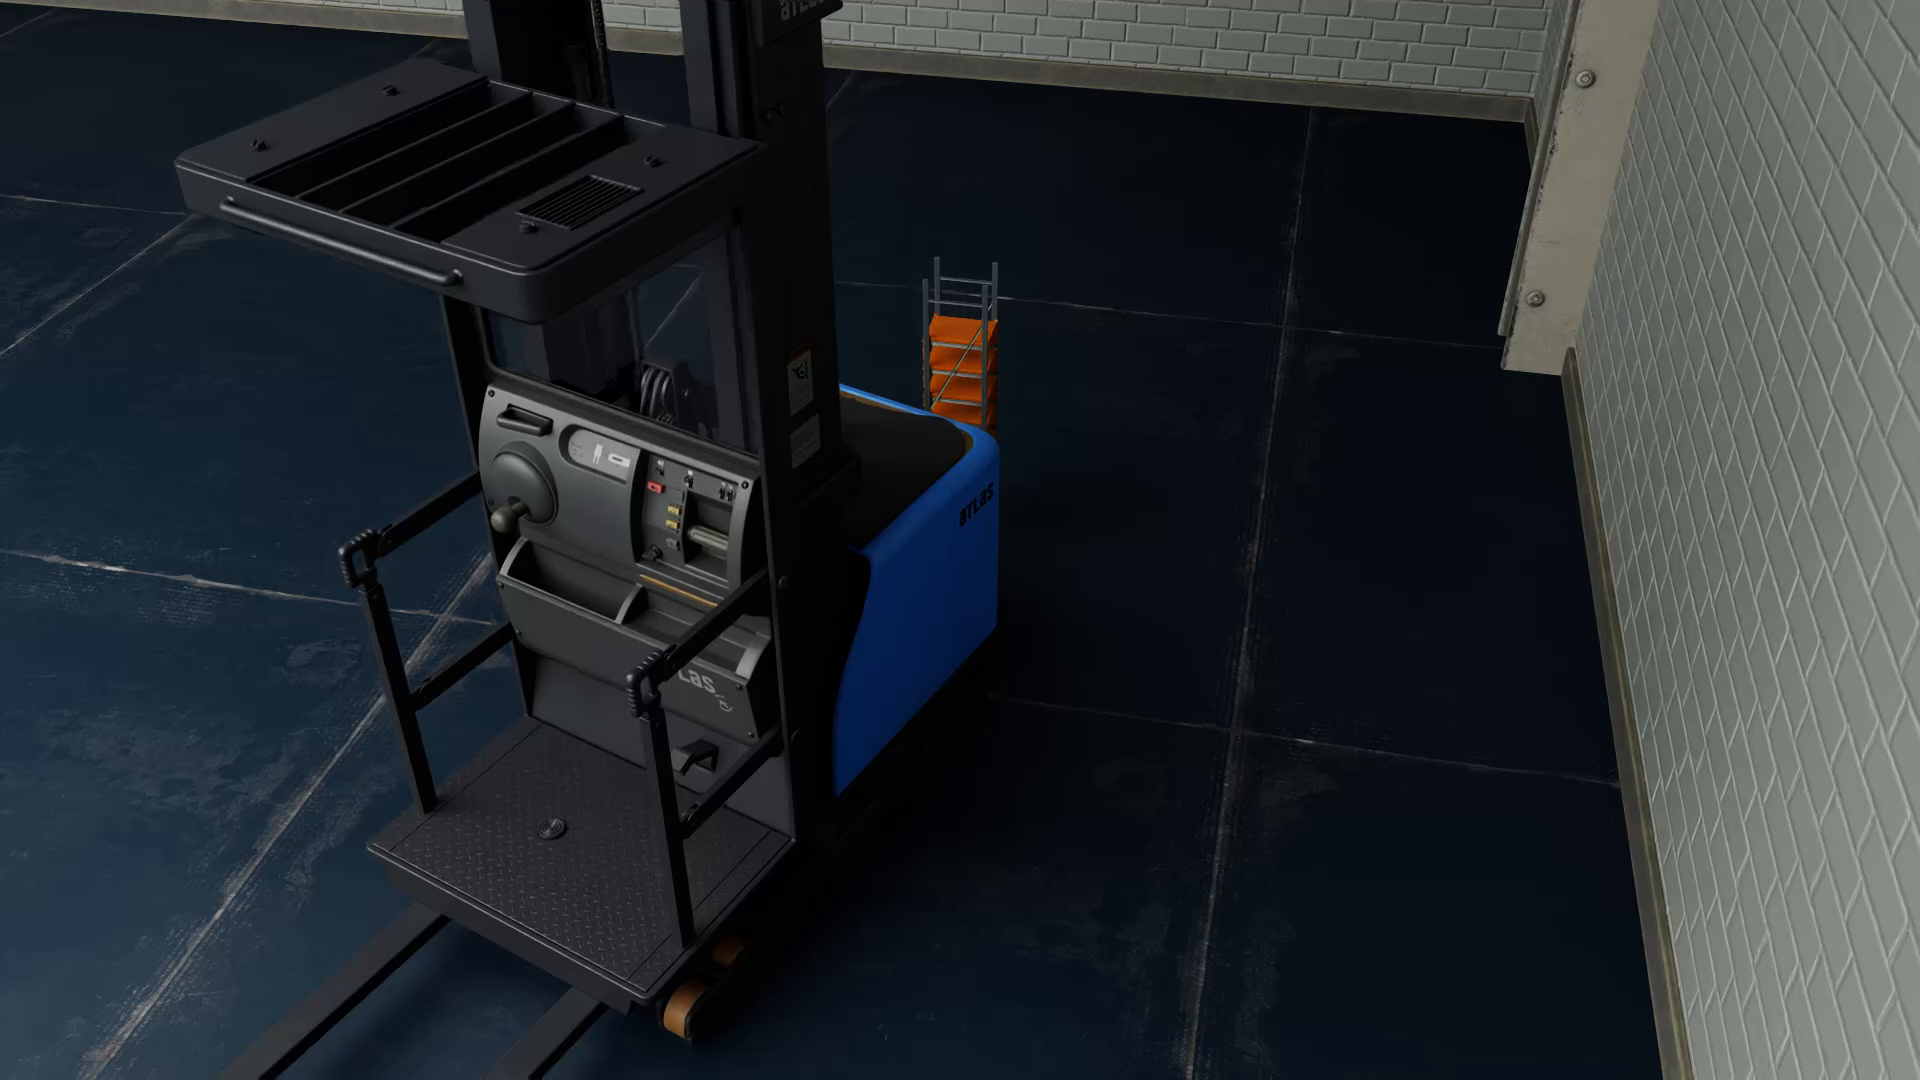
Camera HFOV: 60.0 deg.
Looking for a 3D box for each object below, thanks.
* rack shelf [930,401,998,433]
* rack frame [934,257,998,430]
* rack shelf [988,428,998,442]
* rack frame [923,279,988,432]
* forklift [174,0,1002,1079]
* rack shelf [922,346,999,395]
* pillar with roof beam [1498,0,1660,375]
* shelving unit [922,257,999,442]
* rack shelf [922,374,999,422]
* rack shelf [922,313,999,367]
[{"bbox_3d":[0.003,-0.458,6.435,0.258,0.103,0.180,7,37,10],"label":"rack shelf"},{"bbox_3d":[0.023,-0.547,6.482,0.240,1.200,0.006,7,37,10],"label":"rack frame"},{"bbox_3d":[0.003,-0.361,6.506,0.258,0.103,0.180,7,37,10],"label":"rack shelf"},{"bbox_3d":[-0.016,-0.442,6.337,0.240,1.200,0.006,7,37,10],"label":"rack frame"},{"bbox_3d":[-1.049,-0.070,4.349,1.130,2.935,3.031,20,40,25],"label":"forklift"},{"bbox_3d":[0.003,-0.652,6.295,0.258,0.103,0.180,7,37,10],"label":"rack shelf"},{"bbox_3d":[-1.452,-5.086,6.099,9.100,9.000,0.400,7,37,10],"label":"pillar with roof beam"},{"bbox_3d":[0.003,-0.494,6.409,0.258,1.200,0.189,7,37,10],"label":"shelving unit"},{"bbox_3d":[0.003,-0.555,6.365,0.258,0.103,0.180,7,37,10],"label":"rack shelf"},{"bbox_3d":[0.003,-0.750,6.224,0.258,0.103,0.180,7,37,10],"label":"rack shelf"}]
